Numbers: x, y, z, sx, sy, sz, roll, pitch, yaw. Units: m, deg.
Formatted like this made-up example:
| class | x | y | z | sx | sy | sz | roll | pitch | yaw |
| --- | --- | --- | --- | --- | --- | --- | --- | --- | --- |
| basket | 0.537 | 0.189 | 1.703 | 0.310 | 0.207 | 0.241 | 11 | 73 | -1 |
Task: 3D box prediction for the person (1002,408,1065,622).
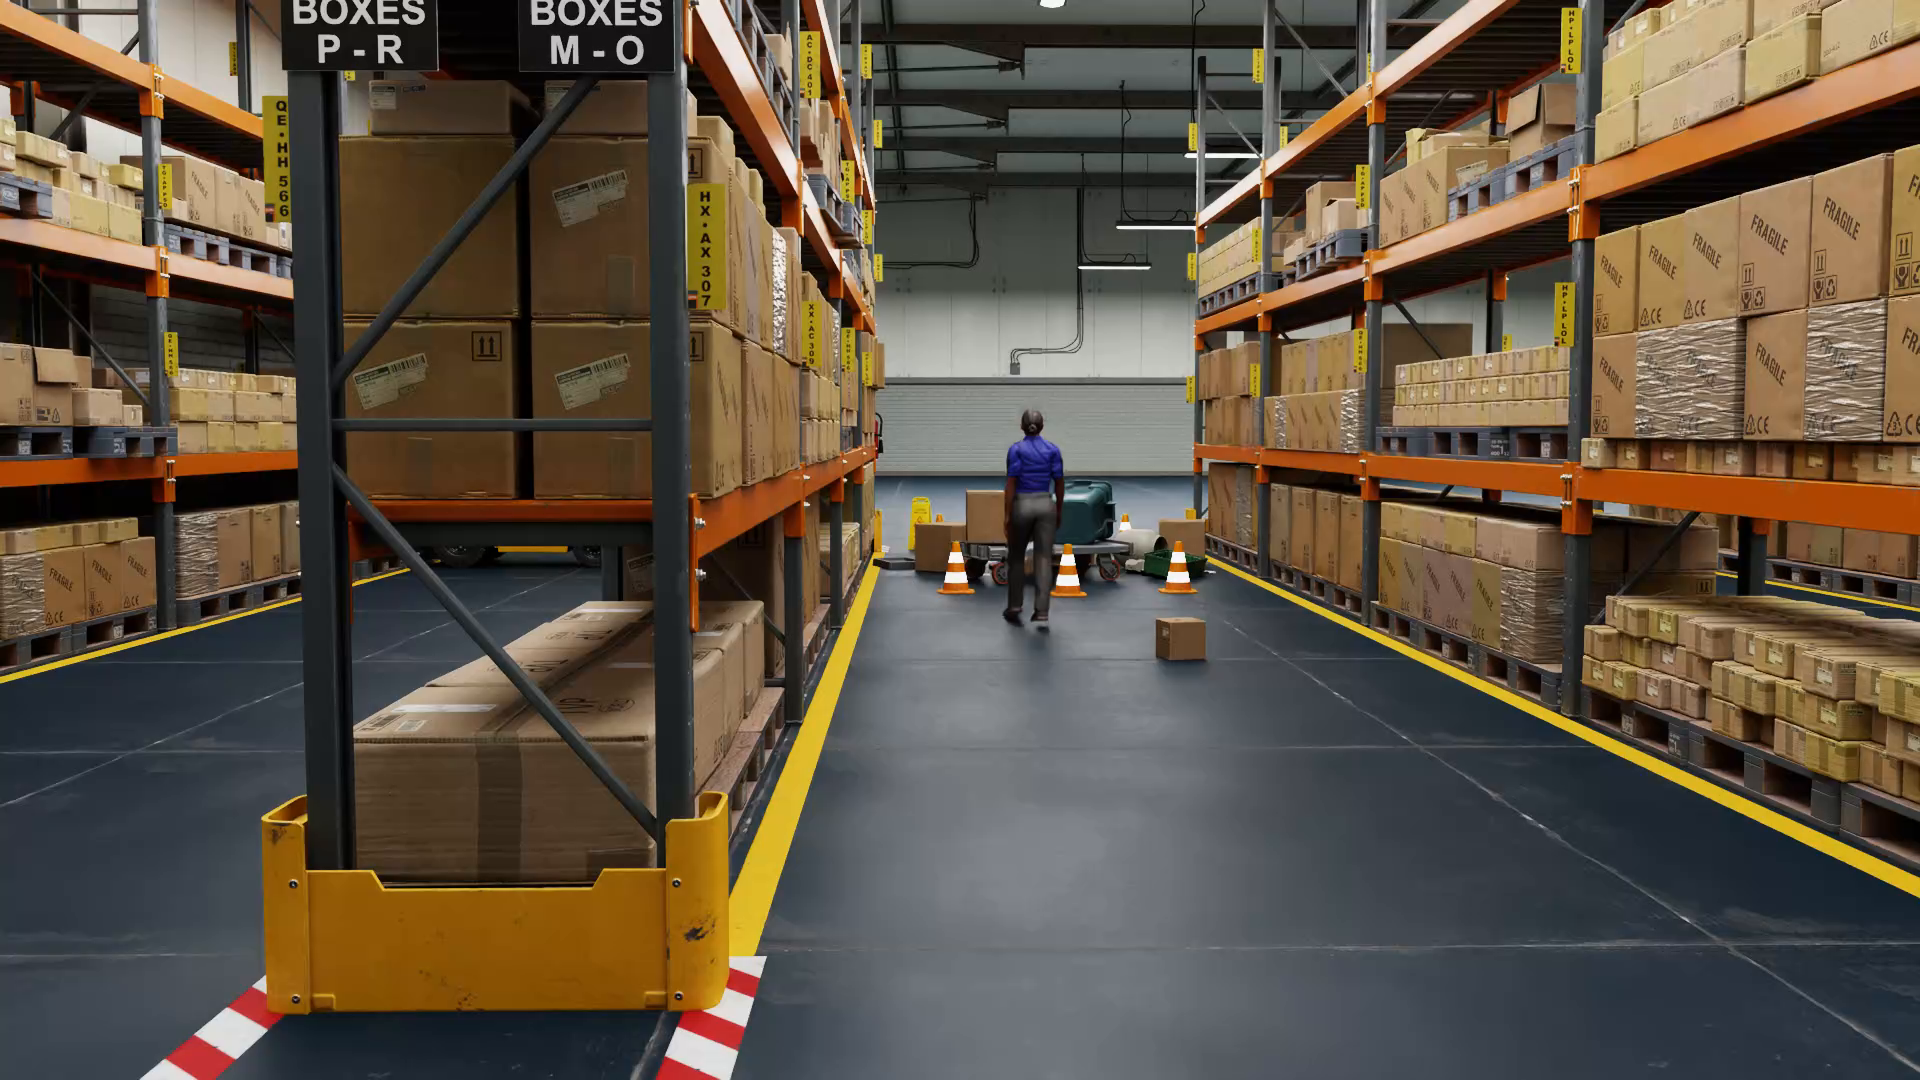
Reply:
| class | x | y | z | sx | sy | sz | roll | pitch | yaw |
| --- | --- | --- | --- | --- | --- | --- | --- | --- | --- |
| person | 0.558 | -0.190 | 12.803 | 0.495 | 1.646 | 0.860 | 0 | 4 | -5 |
